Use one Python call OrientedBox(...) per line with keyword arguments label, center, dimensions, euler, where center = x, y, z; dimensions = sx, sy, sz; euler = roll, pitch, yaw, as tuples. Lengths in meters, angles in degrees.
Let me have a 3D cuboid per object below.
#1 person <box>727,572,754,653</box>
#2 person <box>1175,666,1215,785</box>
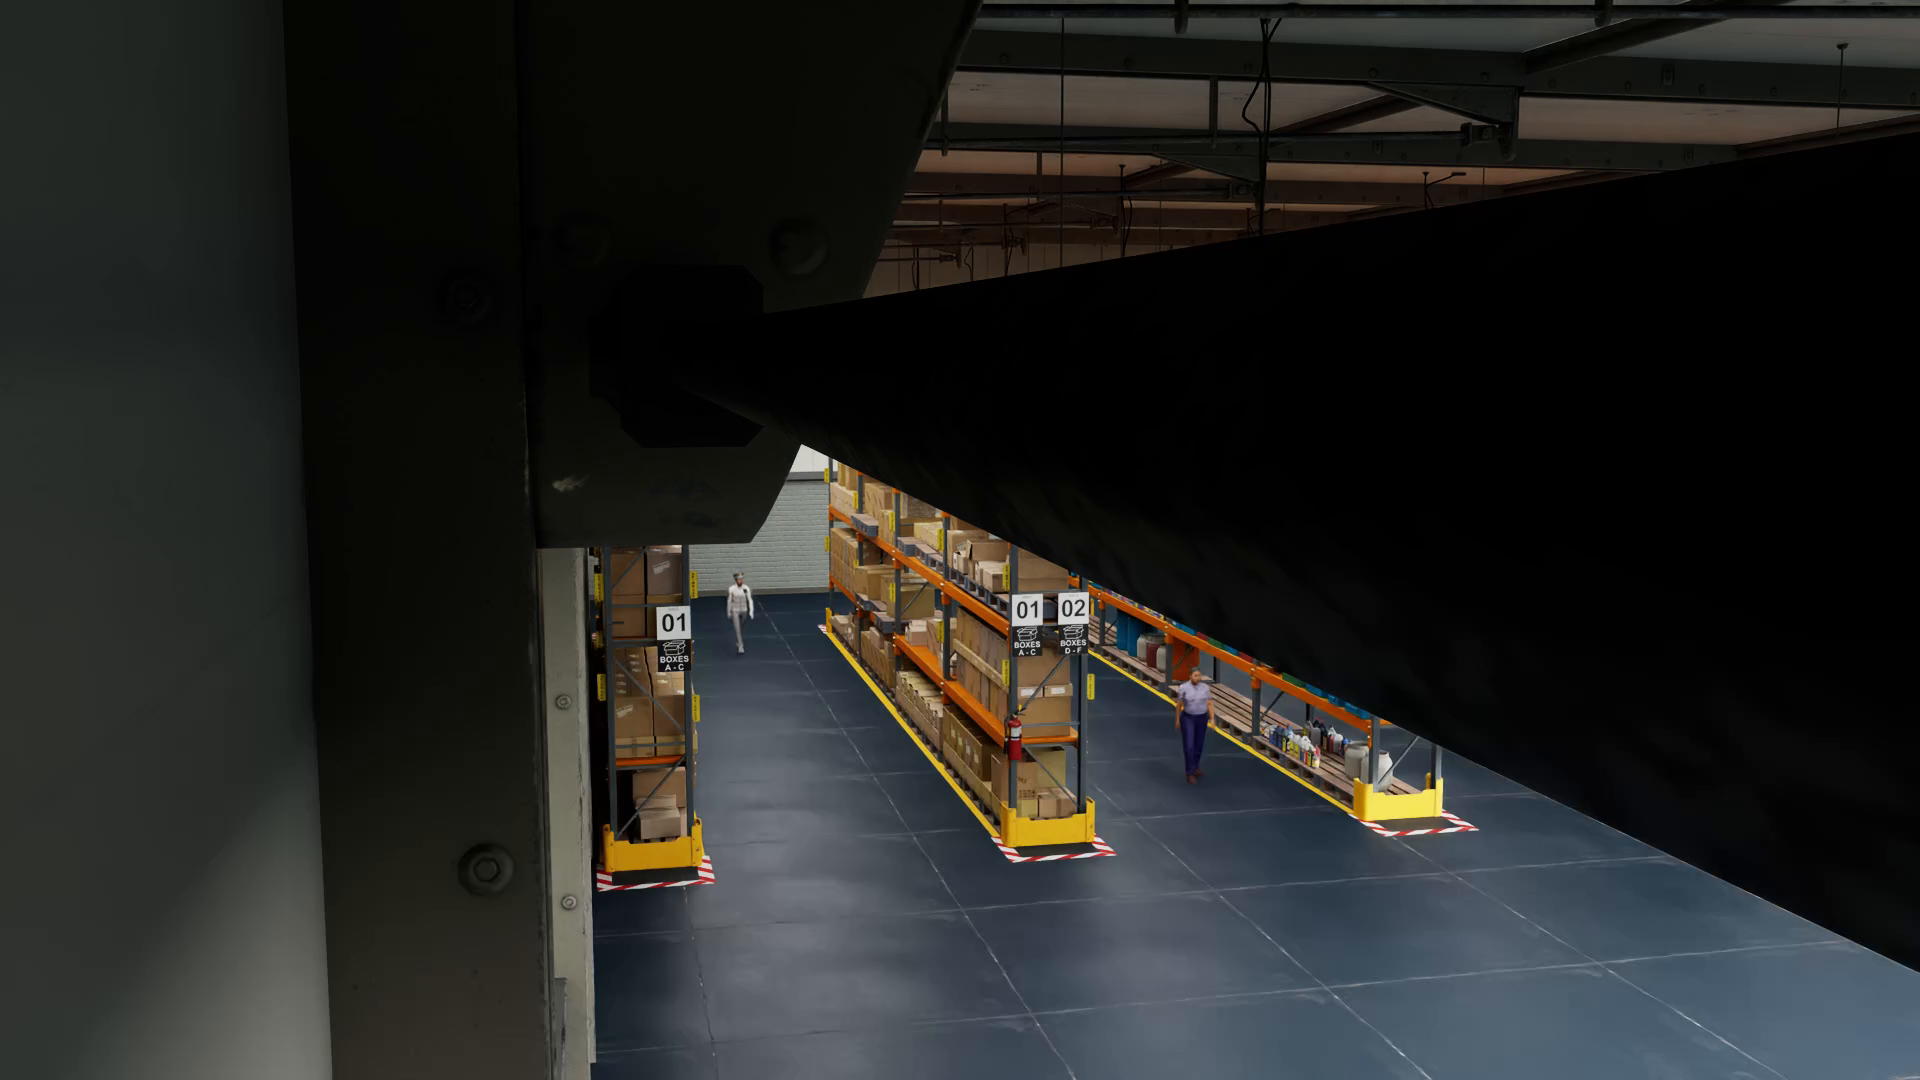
OrientedBox(label="person", center=(-4.501, 1.456, 34.157), dimensions=(0.500, 1.618, 1.060), euler=(-3, 7, -23))
OrientedBox(label="person", center=(3.425, 2.662, 24.160), dimensions=(0.534, 1.669, 0.652), euler=(-1, 7, -11))
